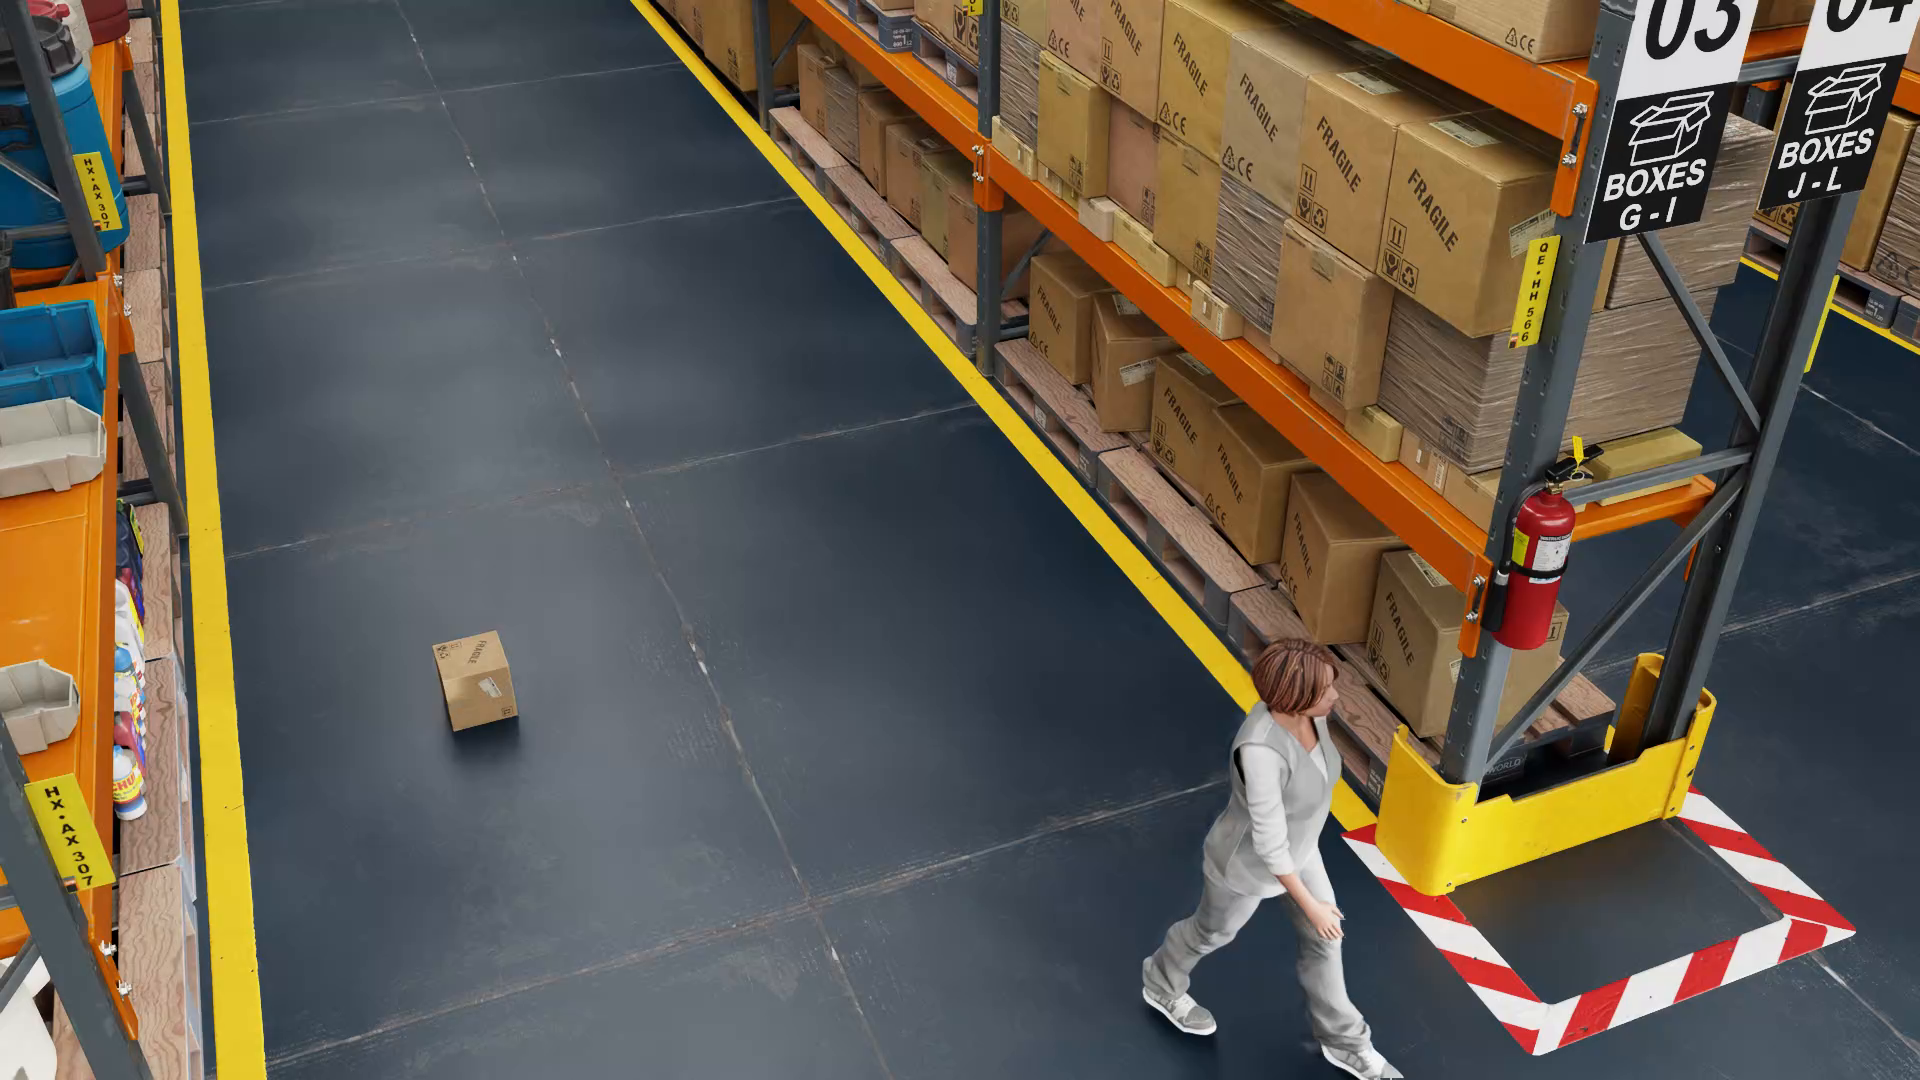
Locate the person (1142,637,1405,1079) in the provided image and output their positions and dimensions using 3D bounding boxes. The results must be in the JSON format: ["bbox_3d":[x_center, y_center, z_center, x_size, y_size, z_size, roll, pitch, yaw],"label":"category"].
[{"bbox_3d":[0.939,0.936,4.738,0.853,1.559,0.420,23,40,30],"label":"person"}]
